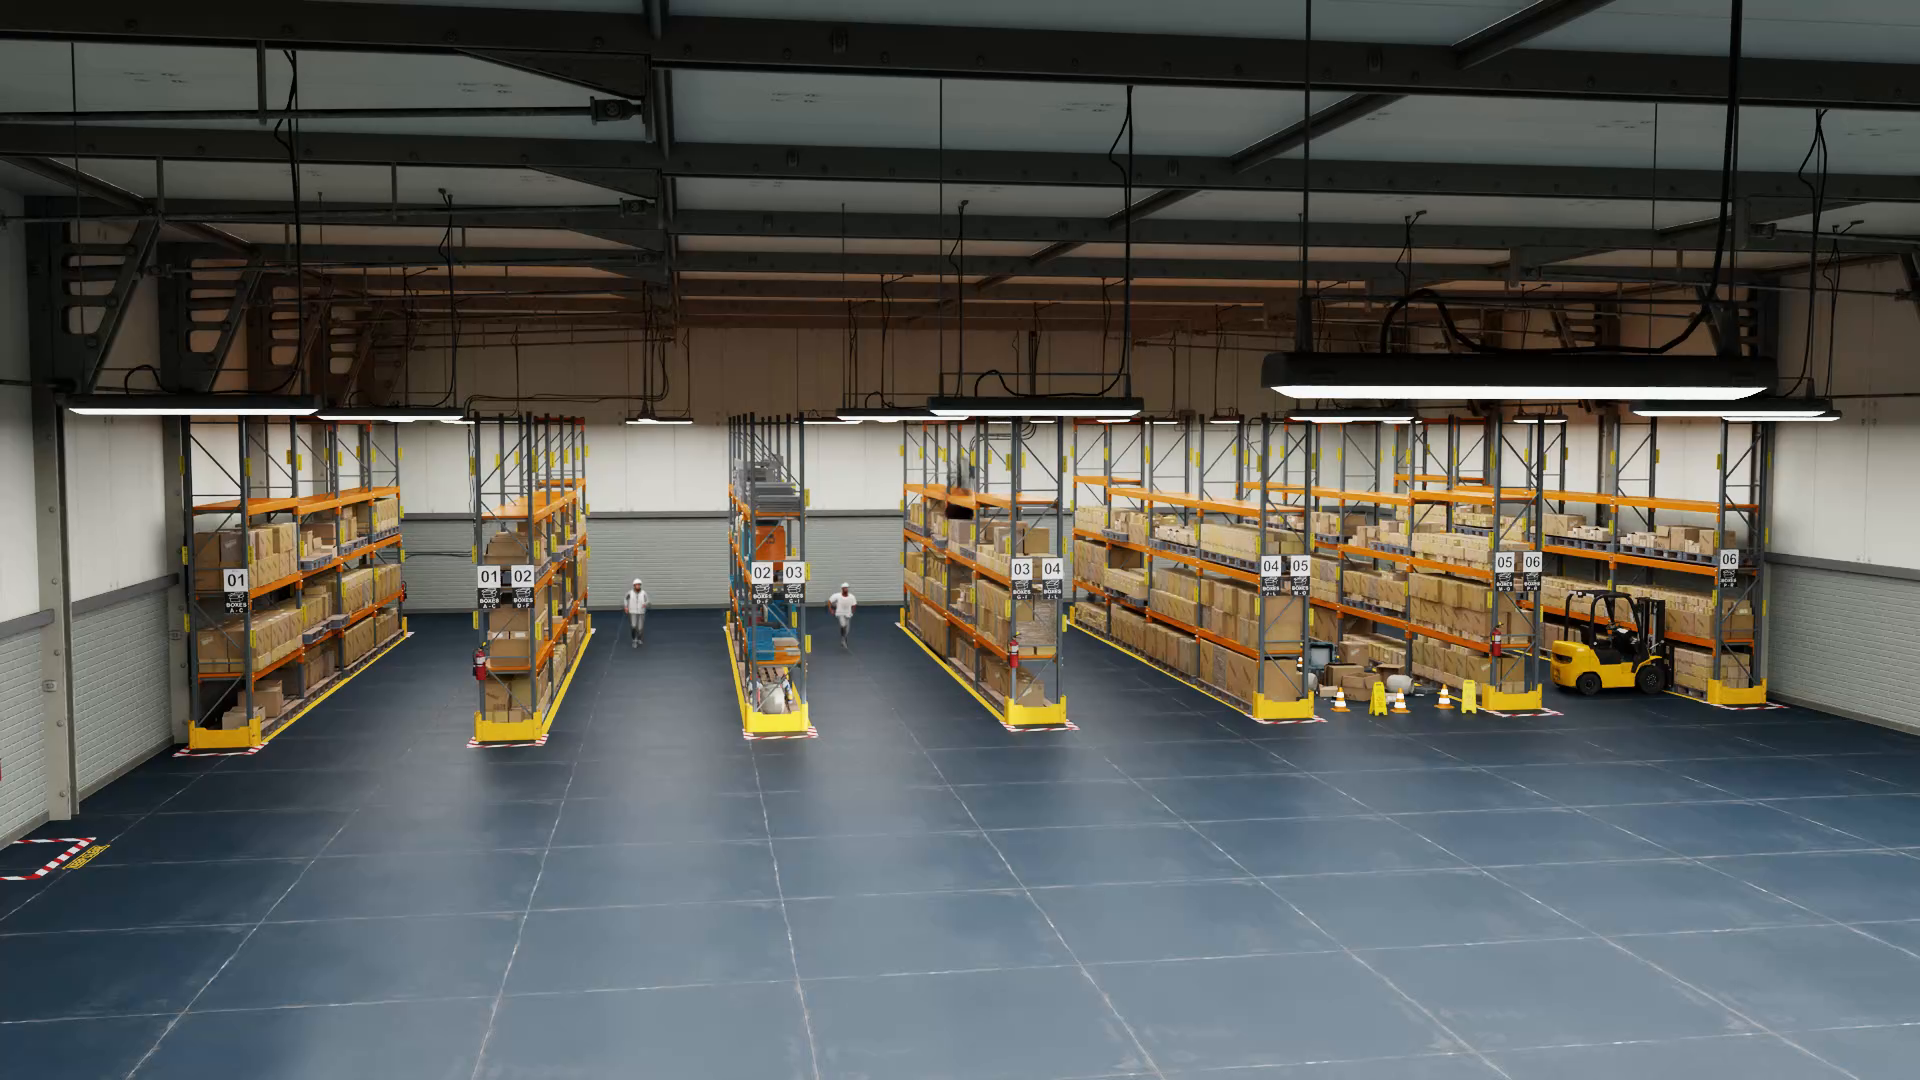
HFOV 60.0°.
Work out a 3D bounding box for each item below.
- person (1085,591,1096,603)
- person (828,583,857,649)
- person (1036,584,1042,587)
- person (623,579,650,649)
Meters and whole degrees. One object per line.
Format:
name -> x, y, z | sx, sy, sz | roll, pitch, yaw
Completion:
person -> 3.966, 1.549, 49.977 | 0.566, 1.643, 0.725 | 2, 4, 22
person -> -2.960, 1.949, 42.469 | 0.710, 1.711, 0.773 | -2, 4, -23
person -> 2.334, 1.695, 46.269 | 0.681, 1.758, 0.859 | 0, 4, 1
person -> -8.382, 1.923, 43.170 | 0.666, 1.821, 0.714 | -1, 4, -17
